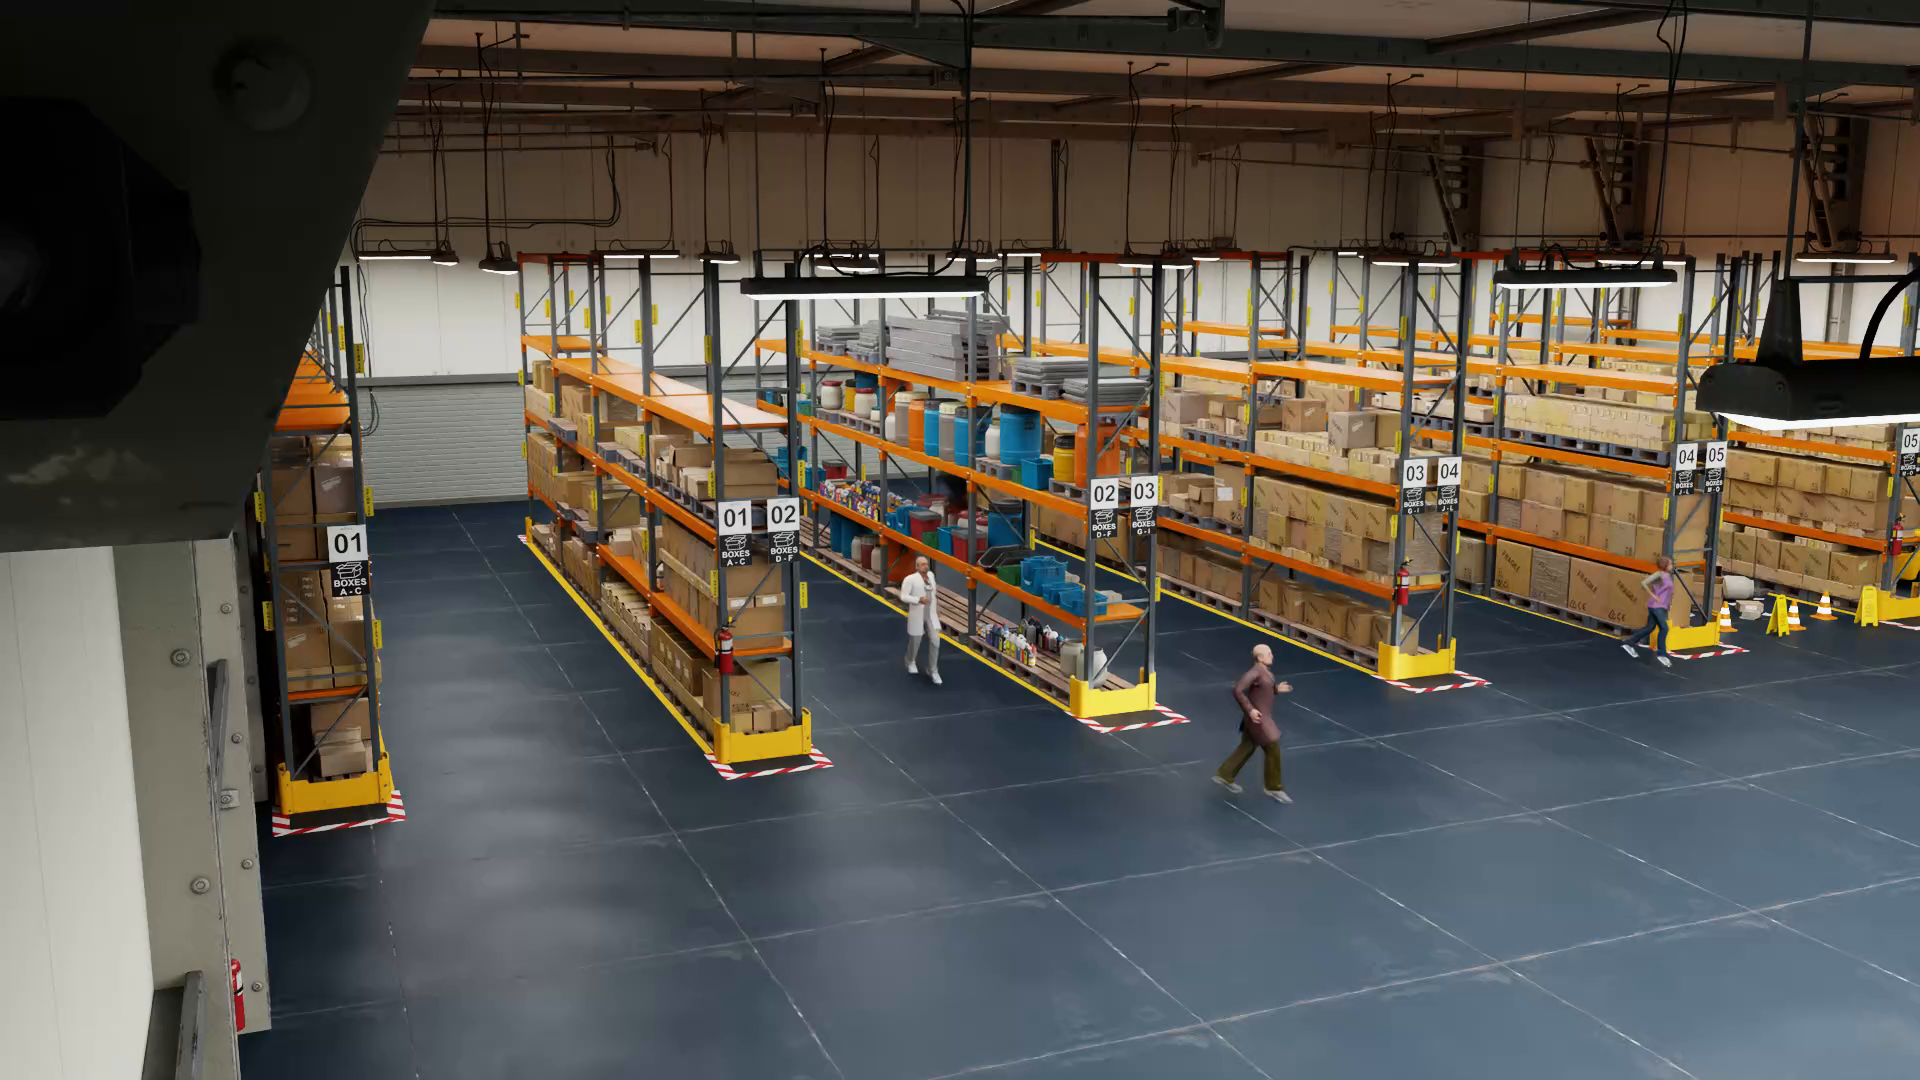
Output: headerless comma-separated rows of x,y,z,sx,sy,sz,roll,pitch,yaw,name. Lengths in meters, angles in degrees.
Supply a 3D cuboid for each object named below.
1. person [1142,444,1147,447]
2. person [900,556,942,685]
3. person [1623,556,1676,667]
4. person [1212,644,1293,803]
4.242,-1.389,38.155,0.623,1.598,0.606,-3,11,-15,person
-0.575,1.137,23.877,0.684,1.842,0.861,-5,12,-27,person
10.444,1.044,25.021,0.764,1.618,0.536,7,13,35,person
3.348,2.064,18.841,0.899,1.836,0.674,1,10,7,person
